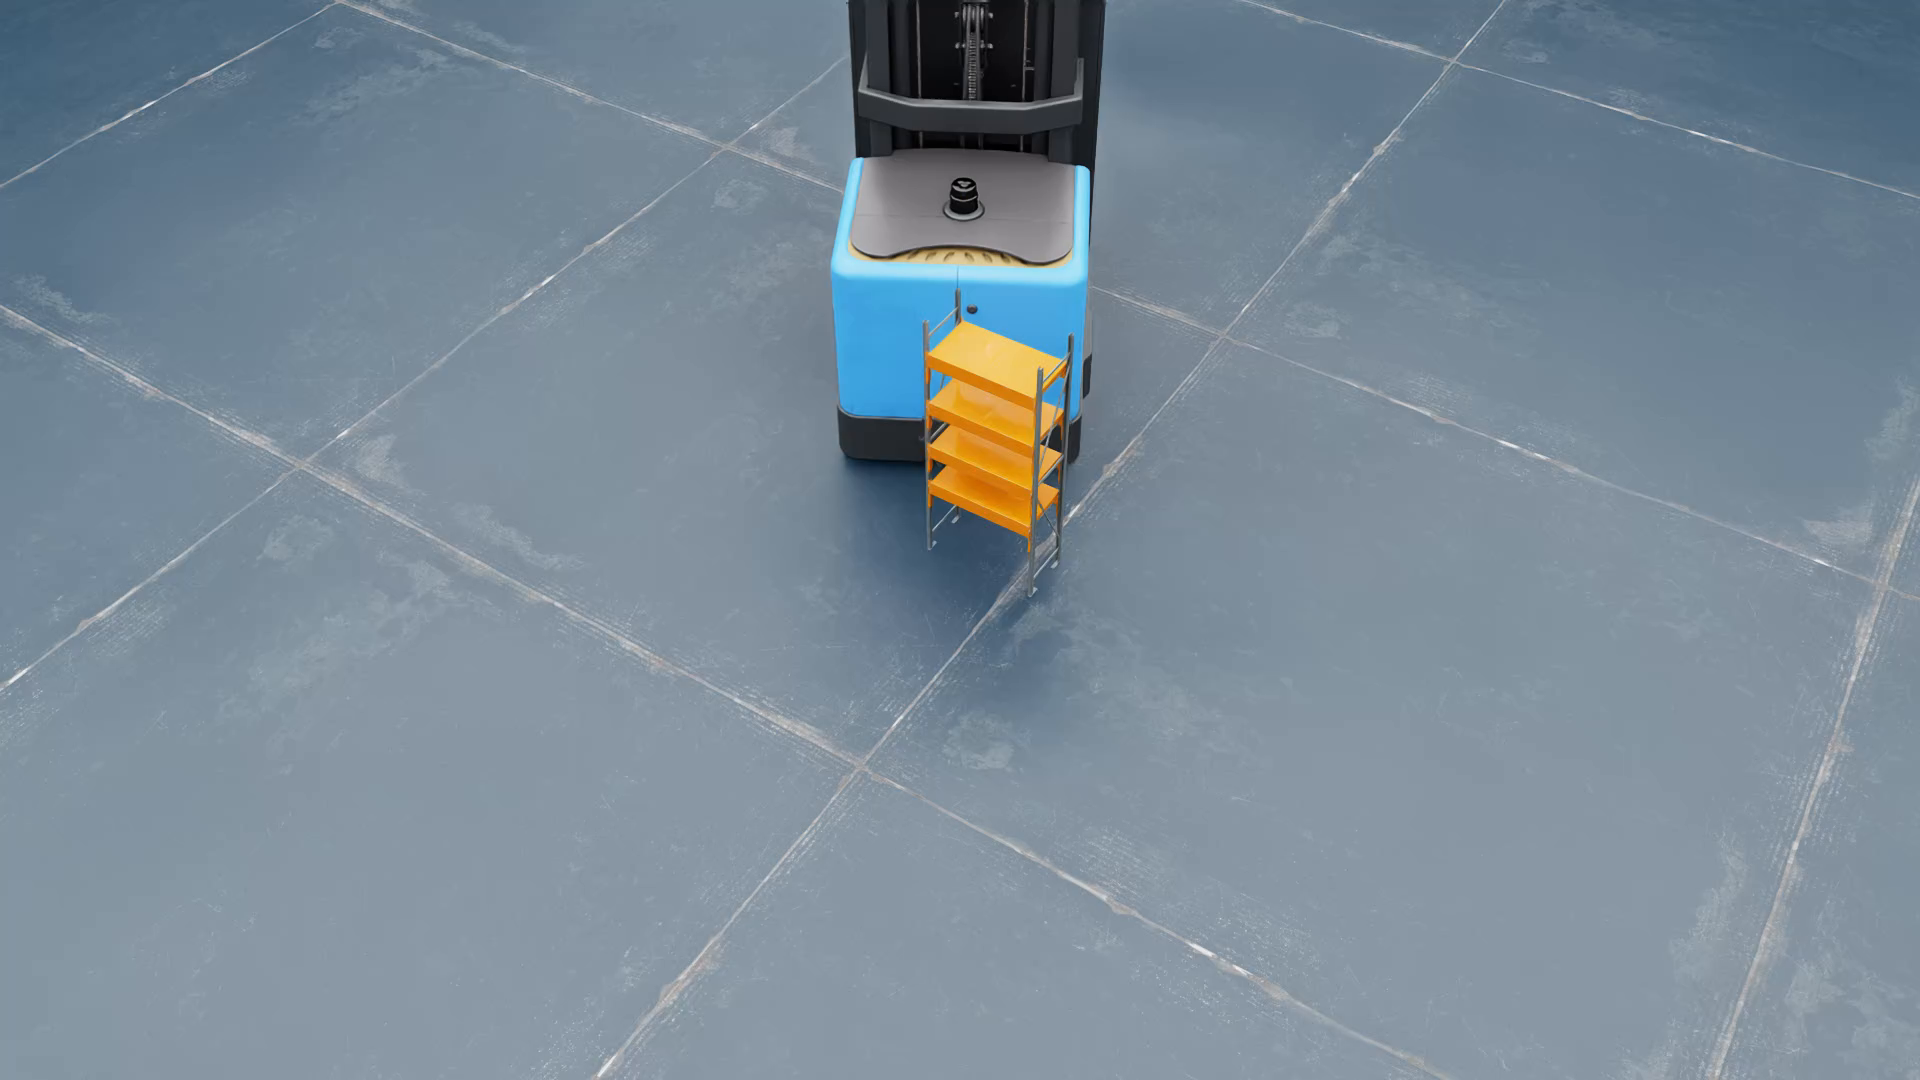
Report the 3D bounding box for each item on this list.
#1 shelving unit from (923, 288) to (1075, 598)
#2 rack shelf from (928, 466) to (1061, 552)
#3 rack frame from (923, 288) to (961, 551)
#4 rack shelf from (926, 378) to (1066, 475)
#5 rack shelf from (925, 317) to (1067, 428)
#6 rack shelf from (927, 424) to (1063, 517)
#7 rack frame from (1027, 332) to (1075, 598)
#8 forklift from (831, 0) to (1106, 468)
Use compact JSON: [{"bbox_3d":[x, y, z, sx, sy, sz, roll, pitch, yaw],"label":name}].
[{"bbox_3d":[0.139,-0.354,6.479,0.503,1.200,0.258,25,51,22],"label":"shelving unit"},{"bbox_3d":[0.139,-0.169,6.670,0.480,0.148,0.258,25,51,22],"label":"rack shelf"},{"bbox_3d":[-0.066,-0.449,6.571,0.015,1.200,0.240,25,51,22],"label":"rack frame"},{"bbox_3d":[0.139,-0.463,6.367,0.480,0.148,0.258,25,51,22],"label":"rack shelf"},{"bbox_3d":[0.139,-0.628,6.197,0.480,0.148,0.258,25,51,22],"label":"rack shelf"},{"bbox_3d":[0.139,-0.307,6.528,0.480,0.148,0.258,25,51,22],"label":"rack shelf"},{"bbox_3d":[0.345,-0.260,6.387,0.015,1.200,0.240,25,51,22],"label":"rack frame"},{"bbox_3d":[0.088,-2.387,7.247,1.130,2.935,3.031,3,46,3],"label":"forklift"}]
